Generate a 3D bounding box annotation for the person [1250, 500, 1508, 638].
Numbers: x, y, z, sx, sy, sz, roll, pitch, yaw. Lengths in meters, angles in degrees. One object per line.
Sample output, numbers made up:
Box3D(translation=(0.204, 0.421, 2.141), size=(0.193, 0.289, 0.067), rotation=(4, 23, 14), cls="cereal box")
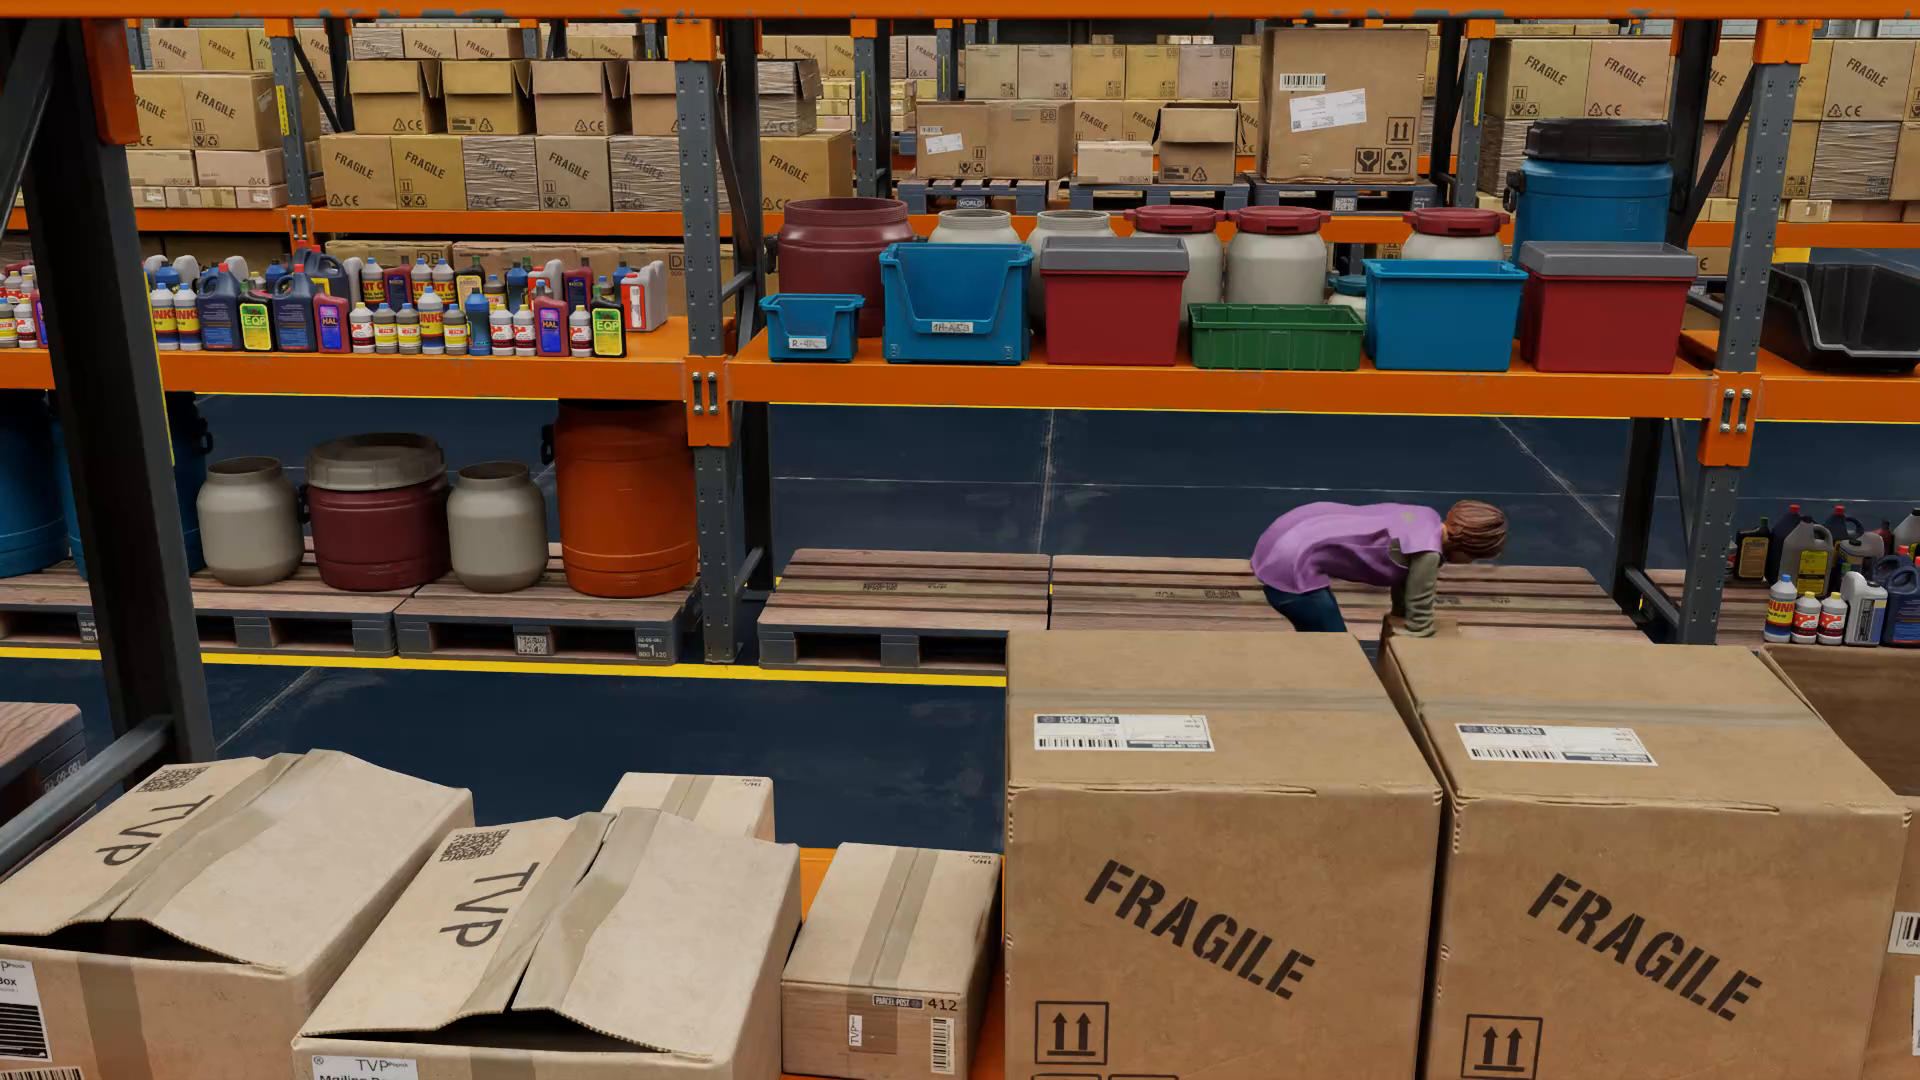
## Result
Box3D(translation=(1.444, 0.361, 5.841), size=(0.864, 1.051, 0.390), rotation=(1, 18, 2), cls="person")
